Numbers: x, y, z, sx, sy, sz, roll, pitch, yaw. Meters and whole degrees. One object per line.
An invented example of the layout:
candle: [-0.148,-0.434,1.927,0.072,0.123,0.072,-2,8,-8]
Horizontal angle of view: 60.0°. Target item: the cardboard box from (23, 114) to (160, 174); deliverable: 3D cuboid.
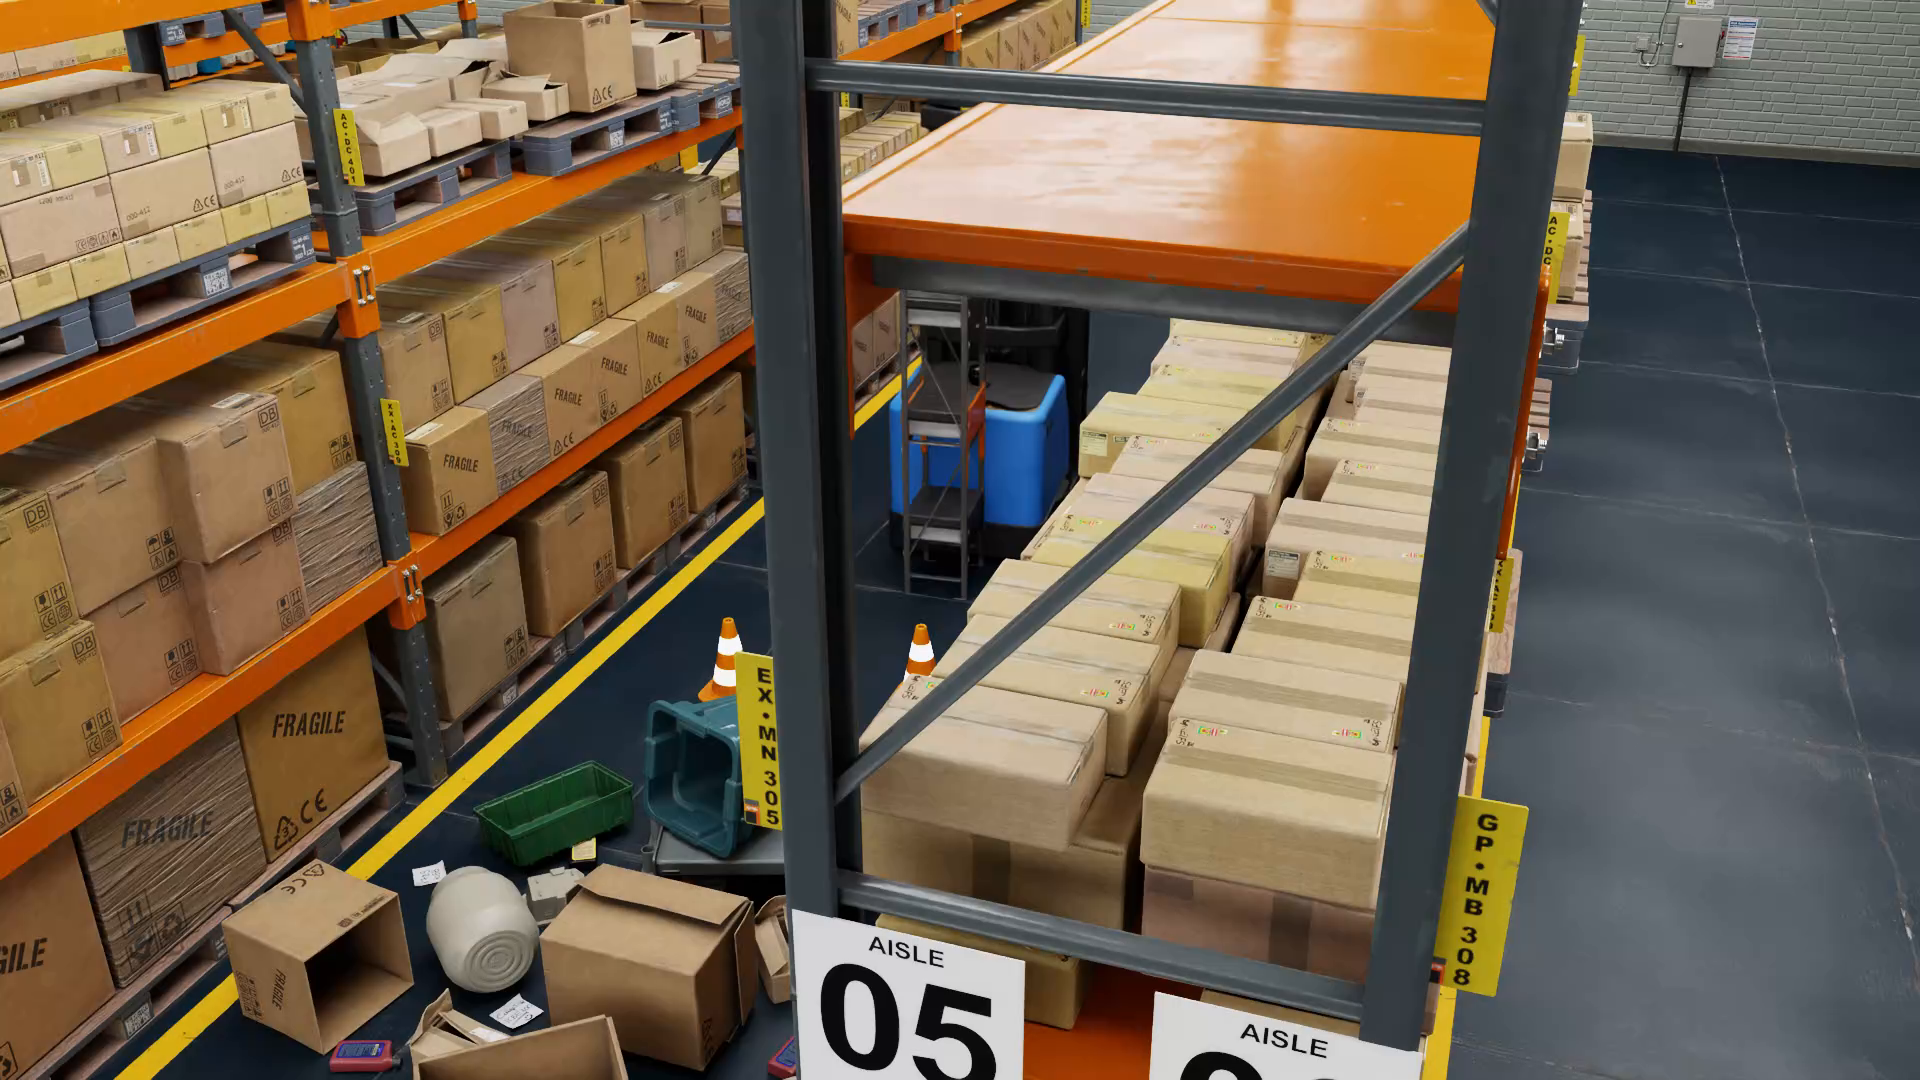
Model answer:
cardboard box: [-3.235,-1.478,6.196,0.380,0.149,0.250,9,27,18]

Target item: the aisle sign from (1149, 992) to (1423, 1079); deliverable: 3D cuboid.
aisle sign: [0.481,1.066,2.623,0.394,0.787,0.004,9,27,17]

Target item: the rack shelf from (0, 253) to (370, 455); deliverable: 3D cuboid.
rack shelf: [-3.827,-0.359,5.933,1.077,0.370,4.000,9,27,17]

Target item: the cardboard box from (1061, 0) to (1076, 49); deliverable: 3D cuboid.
cardboard box: [0.914,-5.491,17.545,0.500,0.500,0.500,8,27,16]

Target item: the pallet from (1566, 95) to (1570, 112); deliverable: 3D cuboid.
pallet: [3.035,-2.659,10.075,1.213,0.211,1.003,10,28,20]

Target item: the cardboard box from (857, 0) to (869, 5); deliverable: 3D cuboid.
cardboard box: [-1.137,-4.412,12.878,0.797,0.503,0.637,8,27,17]

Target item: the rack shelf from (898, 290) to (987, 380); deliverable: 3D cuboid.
rack shelf: [-0.098,-1.300,9.951,0.431,0.518,0.480,6,26,12]

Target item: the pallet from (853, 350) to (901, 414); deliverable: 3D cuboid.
pallet: [-1.161,-1.364,13.825,1.003,0.211,1.213,9,27,17]

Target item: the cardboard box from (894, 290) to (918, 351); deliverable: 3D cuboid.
cardboard box: [-0.679,-1.955,14.231,0.500,0.500,0.500,8,27,16]

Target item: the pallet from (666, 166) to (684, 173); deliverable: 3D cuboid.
pallet: [-4.004,-4.252,19.789,1.003,0.211,1.213,9,27,17]

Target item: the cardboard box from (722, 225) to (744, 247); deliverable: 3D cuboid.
cardboard box: [-1.480,-2.178,11.771,0.380,0.149,0.250,10,28,20]

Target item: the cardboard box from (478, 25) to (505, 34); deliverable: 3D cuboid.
cardboard box: [-4.571,-4.968,17.039,0.500,0.500,0.500,9,27,17]

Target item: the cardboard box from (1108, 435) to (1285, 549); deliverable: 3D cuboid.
cardboard box: [0.566,-0.120,3.987,0.380,0.149,0.250,8,27,16]

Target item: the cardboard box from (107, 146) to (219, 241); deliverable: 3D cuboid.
cardboard box: [-3.252,-1.358,6.404,0.500,0.250,0.500,9,27,17]

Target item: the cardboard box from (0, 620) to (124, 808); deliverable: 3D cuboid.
cardboard box: [-3.807,0.598,6.401,0.875,0.550,0.500,9,27,17]

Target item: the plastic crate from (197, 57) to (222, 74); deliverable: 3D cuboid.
plastic crate: [-8.924,-5.636,19.571,0.416,0.233,0.300,9,27,17]

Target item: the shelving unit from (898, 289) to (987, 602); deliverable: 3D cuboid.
shelving unit: [-0.098,-0.682,10.250,0.431,2.100,0.503,6,26,12]

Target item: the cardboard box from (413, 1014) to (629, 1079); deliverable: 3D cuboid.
cardboard box: [-1.594,2.200,6.128,0.797,0.503,0.637,-9,27,-18]

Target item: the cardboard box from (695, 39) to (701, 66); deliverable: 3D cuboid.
cardboard box: [-1.822,-2.999,10.232,0.380,0.166,0.250,9,27,17]

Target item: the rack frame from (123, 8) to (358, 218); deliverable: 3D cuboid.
rack frame: [-3.162,-2.855,6.820,1.000,3.000,0.127,9,27,17]

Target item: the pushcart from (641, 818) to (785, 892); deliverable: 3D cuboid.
pushcart: [-0.627,1.392,7.942,1.648,0.377,0.936,0,26,-1]

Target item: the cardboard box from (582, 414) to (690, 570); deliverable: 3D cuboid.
cardboard box: [-2.406,-0.378,10.688,1.050,0.750,0.750,9,27,18]

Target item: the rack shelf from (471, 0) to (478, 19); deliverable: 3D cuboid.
rack shelf: [-4.478,-6.051,17.689,1.077,0.370,4.000,9,27,17]

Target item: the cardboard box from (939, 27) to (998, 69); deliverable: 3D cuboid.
cardboard box: [0.039,-4.436,15.367,0.500,0.500,0.500,8,27,16]

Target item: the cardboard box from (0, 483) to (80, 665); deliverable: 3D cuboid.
cardboard box: [-3.869,0.102,6.185,0.875,0.550,0.500,9,27,17]

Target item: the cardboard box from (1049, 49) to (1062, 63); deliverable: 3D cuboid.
cardboard box: [0.749,-4.832,17.332,0.500,0.500,0.500,8,27,17]

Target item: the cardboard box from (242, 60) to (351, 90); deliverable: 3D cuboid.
cardboard box: [-5.779,-3.898,14.592,0.797,0.503,0.637,10,27,19]

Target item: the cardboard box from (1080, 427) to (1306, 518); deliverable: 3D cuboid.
cardboard box: [0.628,-0.129,4.462,0.500,0.250,0.500,9,27,18]

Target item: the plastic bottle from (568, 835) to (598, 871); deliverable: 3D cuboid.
plastic bottle: [-1.830,1.500,8.081,0.133,0.061,0.283,-5,26,-9]

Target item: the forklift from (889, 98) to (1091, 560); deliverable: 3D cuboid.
forklift: [0.365,-1.806,11.616,1.130,2.935,3.031,6,26,12]

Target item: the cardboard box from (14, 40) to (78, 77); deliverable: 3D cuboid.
cardboard box: [-6.554,-3.405,11.570,0.500,0.250,0.500,9,27,17]

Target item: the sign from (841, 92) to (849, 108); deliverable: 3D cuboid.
sign: [-1.014,-3.907,14.885,0.100,0.325,0.005,9,27,17]

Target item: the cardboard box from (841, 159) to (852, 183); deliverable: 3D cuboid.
cardboard box: [-1.058,-2.844,12.806,0.380,0.149,0.250,10,27,19]

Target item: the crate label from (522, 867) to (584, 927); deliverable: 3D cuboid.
crate label: [-1.873,1.641,7.704,0.298,0.136,0.250,-9,27,-18]

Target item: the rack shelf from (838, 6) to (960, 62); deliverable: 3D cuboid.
rack shelf: [-1.165,-3.647,12.723,1.077,0.370,4.000,9,27,17]

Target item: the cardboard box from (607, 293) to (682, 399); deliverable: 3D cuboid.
cardboard box: [-2.061,-1.209,10.190,0.500,0.500,0.500,8,27,17]

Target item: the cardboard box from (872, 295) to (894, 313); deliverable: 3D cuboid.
cardboard box: [-0.855,-2.072,13.614,0.500,0.250,0.500,8,27,15]

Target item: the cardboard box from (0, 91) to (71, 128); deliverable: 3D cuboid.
cardboard box: [-3.772,-1.675,6.602,0.380,0.149,0.250,8,27,17]

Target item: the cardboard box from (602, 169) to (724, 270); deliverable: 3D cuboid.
cardboard box: [-1.989,-2.110,10.904,0.700,0.500,0.500,9,27,17]

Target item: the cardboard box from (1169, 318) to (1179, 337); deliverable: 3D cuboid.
cardboard box: [0.859,-0.670,5.122,0.380,0.149,0.250,9,27,17]

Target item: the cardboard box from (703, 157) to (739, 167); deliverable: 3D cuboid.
cardboard box: [-1.756,-2.829,12.774,0.380,0.149,0.250,9,27,17]

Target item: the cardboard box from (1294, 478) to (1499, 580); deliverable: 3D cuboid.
cardboard box: [1.142,-0.048,4.296,0.500,0.250,0.500,9,27,19]

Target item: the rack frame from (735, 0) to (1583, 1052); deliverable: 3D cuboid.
rack frame: [0.209,-0.535,2.028,1.000,3.000,0.127,9,27,17]

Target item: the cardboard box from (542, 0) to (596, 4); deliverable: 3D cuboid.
cardboard box: [-4.393,-5.887,18.937,0.500,0.500,0.500,8,27,16]

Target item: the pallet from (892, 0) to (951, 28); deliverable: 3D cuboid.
pallet: [-0.805,-4.469,13.812,1.213,0.211,1.003,9,27,17]

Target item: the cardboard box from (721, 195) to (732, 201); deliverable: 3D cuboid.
cardboard box: [-1.923,-2.496,12.427,0.380,0.149,0.250,9,27,19]

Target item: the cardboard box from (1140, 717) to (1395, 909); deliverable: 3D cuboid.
cardboard box: [0.519,0.453,2.803,0.380,0.149,0.250,9,27,17]

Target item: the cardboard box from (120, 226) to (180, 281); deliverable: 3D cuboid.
cardboard box: [-3.235,-1.114,6.359,0.380,0.149,0.250,9,27,18]

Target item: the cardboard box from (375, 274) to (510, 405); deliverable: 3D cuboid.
cardboard box: [-2.833,-1.066,8.748,0.700,0.500,0.500,8,27,17]

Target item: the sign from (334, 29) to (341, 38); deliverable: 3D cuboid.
sign: [-7.959,-6.565,21.180,0.100,0.325,0.005,9,27,17]

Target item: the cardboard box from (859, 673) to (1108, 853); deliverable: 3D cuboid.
cardboard box: [0.043,0.388,2.938,0.380,0.149,0.250,9,27,18]

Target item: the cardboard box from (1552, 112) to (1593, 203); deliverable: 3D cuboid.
cardboard box: [2.269,-1.563,6.711,0.500,0.250,0.500,8,27,16]

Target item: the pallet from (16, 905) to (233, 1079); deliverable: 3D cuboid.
pallet: [-3.893,1.905,7.074,1.003,0.211,1.213,9,27,17]

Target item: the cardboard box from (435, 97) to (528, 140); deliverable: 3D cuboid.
cardboard box: [-2.450,-2.164,8.526,0.380,0.149,0.250,9,27,17]

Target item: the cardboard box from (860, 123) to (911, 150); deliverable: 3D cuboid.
cardboard box: [-0.625,-3.376,13.905,0.380,0.149,0.250,8,27,16]

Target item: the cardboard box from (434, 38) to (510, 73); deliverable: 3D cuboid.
cardboard box: [-2.616,-2.660,9.365,0.500,0.311,0.500,8,27,17]

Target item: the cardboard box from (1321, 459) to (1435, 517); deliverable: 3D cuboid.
cardboard box: [1.040,-0.050,3.843,0.380,0.149,0.250,10,27,19]

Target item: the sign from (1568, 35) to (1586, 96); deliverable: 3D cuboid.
sign: [3.382,-2.625,9.195,0.100,0.325,0.005,9,27,17]
